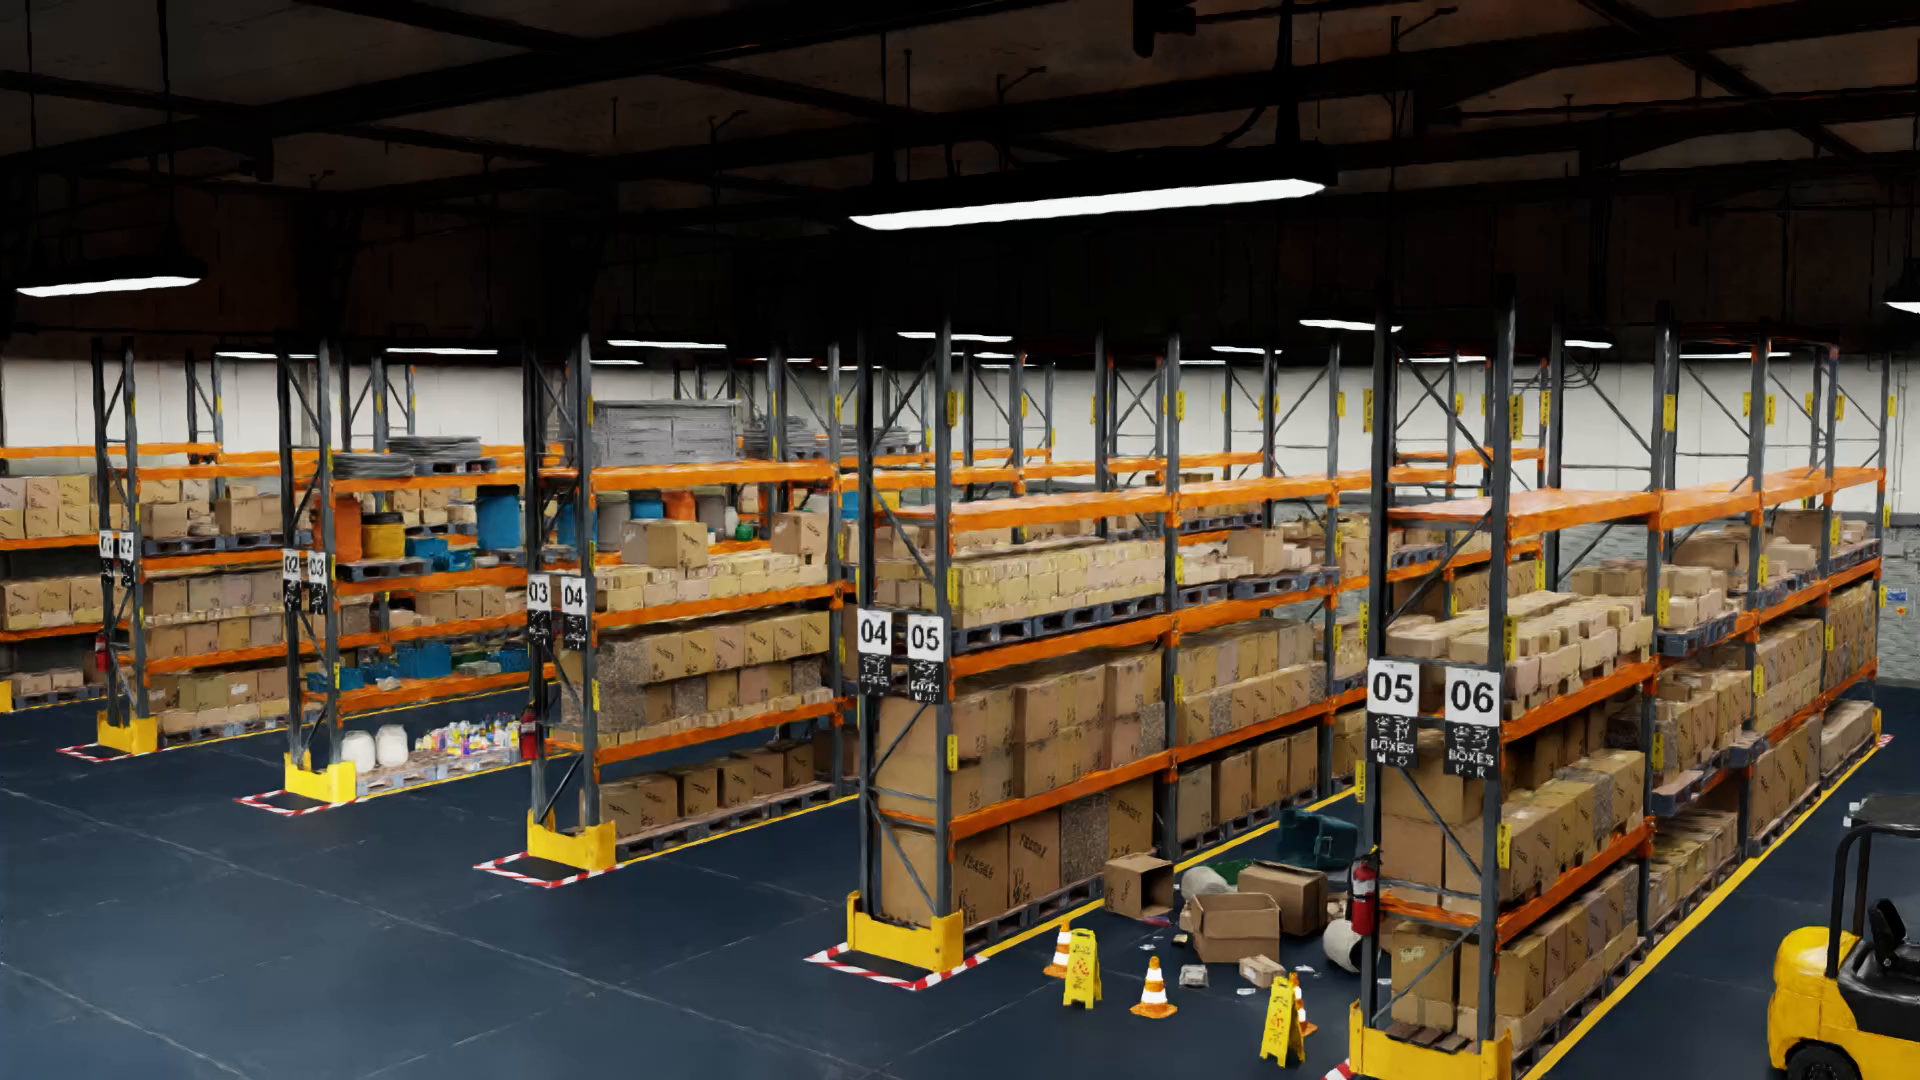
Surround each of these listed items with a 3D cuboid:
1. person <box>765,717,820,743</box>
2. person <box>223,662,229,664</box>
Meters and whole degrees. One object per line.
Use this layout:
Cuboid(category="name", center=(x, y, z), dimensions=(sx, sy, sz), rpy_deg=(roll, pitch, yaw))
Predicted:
Cuboid(category="person", center=(-2.440, 2.173, 24.532), dimensions=(0.555, 1.725, 1.029), rpy_deg=(4, 6, 36))
Cuboid(category="person", center=(-12.597, 1.903, 28.590), dimensions=(0.561, 1.525, 0.788), rpy_deg=(2, 5, 19))
